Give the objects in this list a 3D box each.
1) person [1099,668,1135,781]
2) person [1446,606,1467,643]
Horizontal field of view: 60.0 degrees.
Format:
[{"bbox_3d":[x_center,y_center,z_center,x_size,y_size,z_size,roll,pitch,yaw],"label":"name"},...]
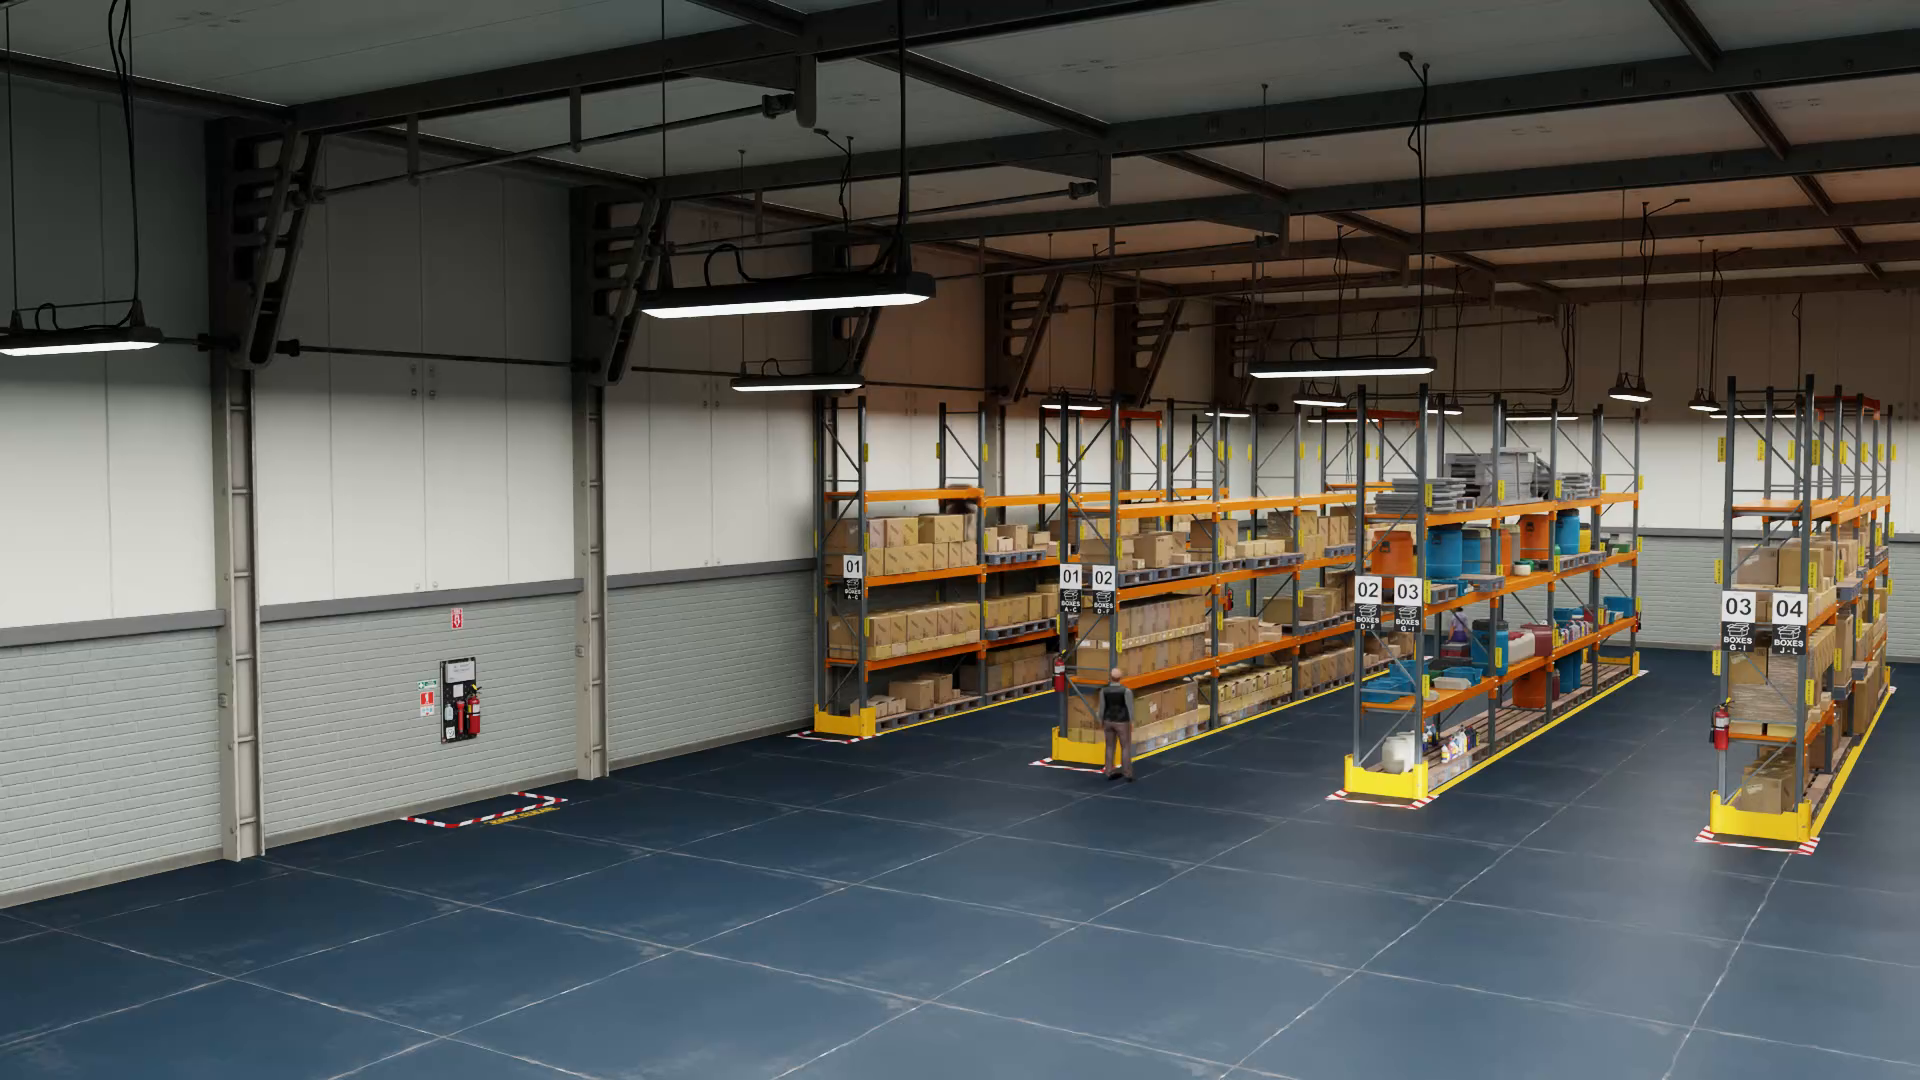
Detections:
[{"bbox_3d":[2.411,2.810,25.401,0.538,1.726,0.480,3,4,41],"label":"person"},{"bbox_3d":[11.144,2.232,37.252,0.582,1.669,0.395,-2,4,-38],"label":"person"}]
